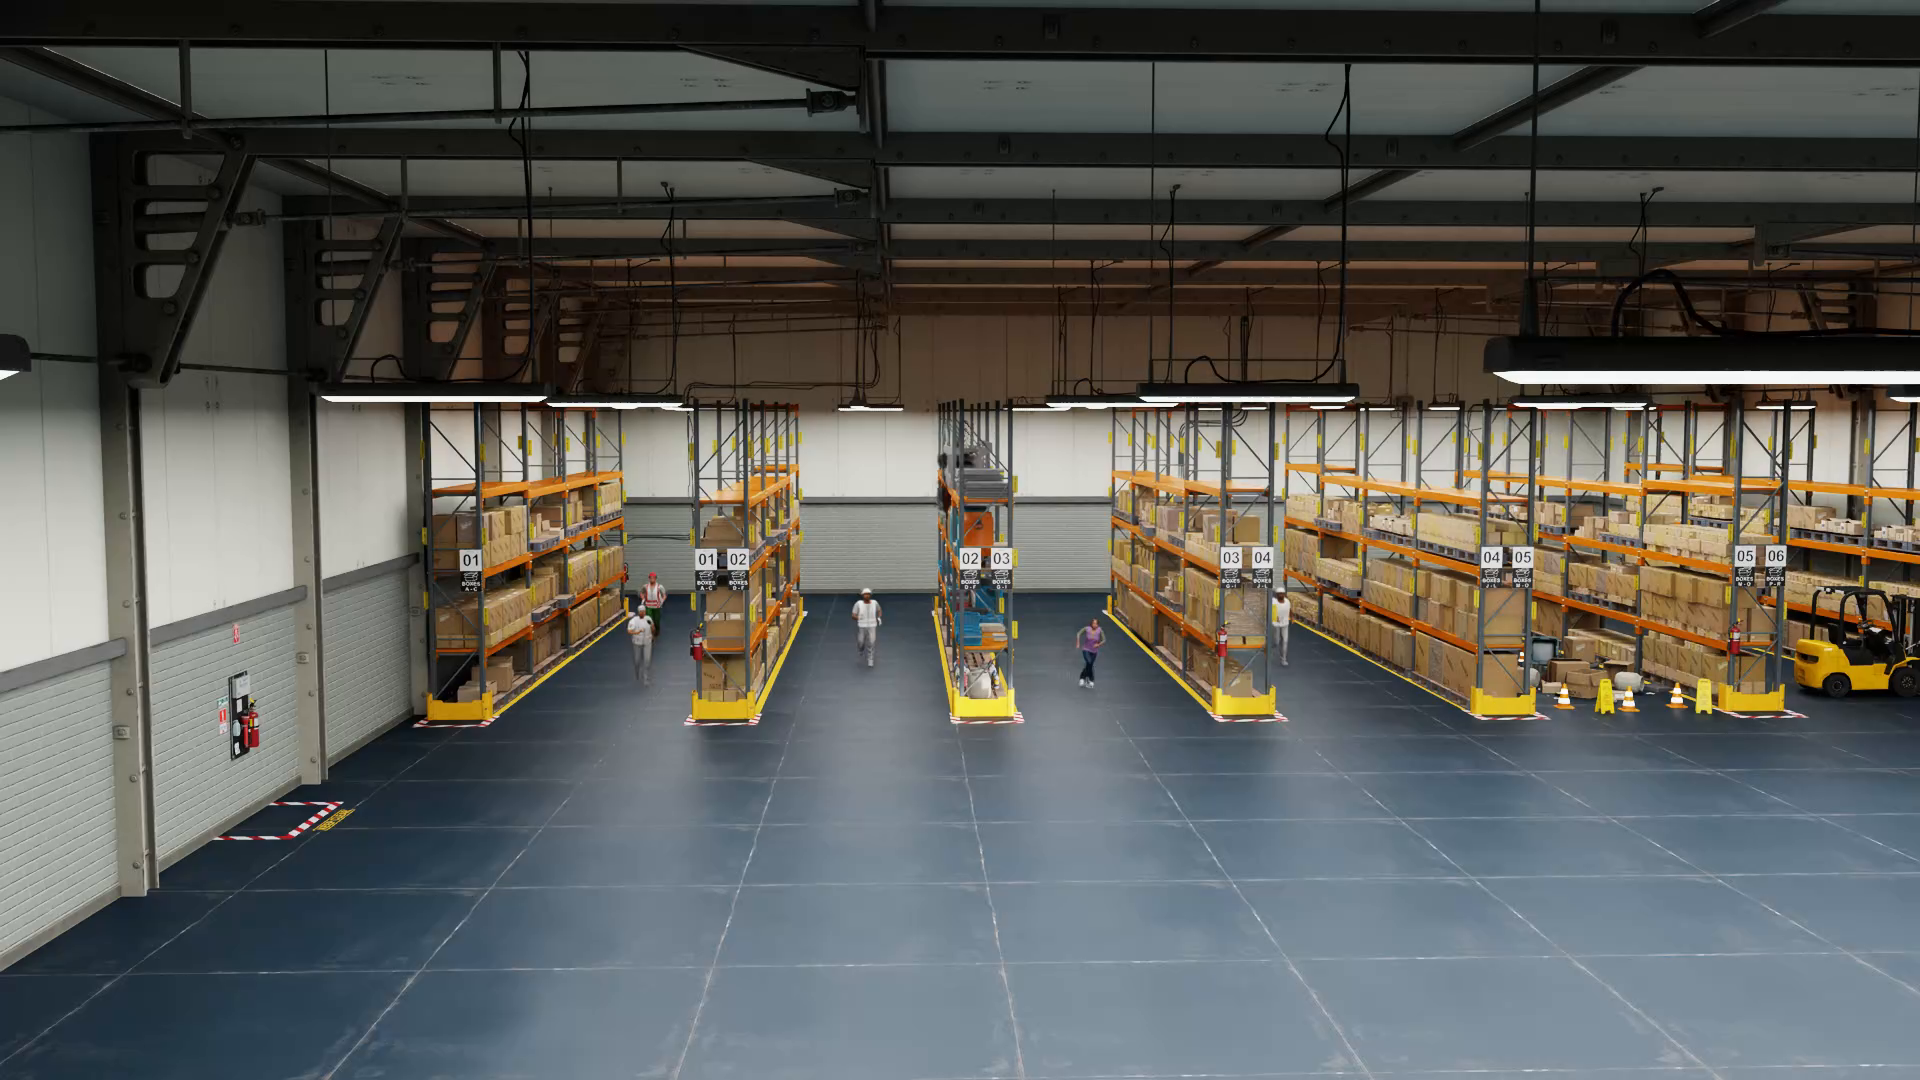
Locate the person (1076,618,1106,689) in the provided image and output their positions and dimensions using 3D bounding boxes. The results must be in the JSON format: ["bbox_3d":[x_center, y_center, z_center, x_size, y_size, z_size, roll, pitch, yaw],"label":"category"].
[{"bbox_3d":[2.716,2.338,34.849,0.594,1.500,0.779,-1,4,-11],"label":"person"}]

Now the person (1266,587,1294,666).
[{"bbox_3d":[7.313,1.957,38.070,0.726,1.769,0.824,-1,5,-16],"label":"person"}]

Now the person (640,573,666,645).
[{"bbox_3d":[-7.680,1.696,41.572,0.656,1.774,0.840,0,4,-4],"label":"person"}]

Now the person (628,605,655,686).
[{"bbox_3d":[-6.739,2.201,35.142,0.576,1.669,0.933,-1,5,-19],"label":"person"}]

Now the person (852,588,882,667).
[{"bbox_3d":[-2.108,1.977,37.780,0.701,1.759,0.892,-1,4,-9],"label":"person"}]
